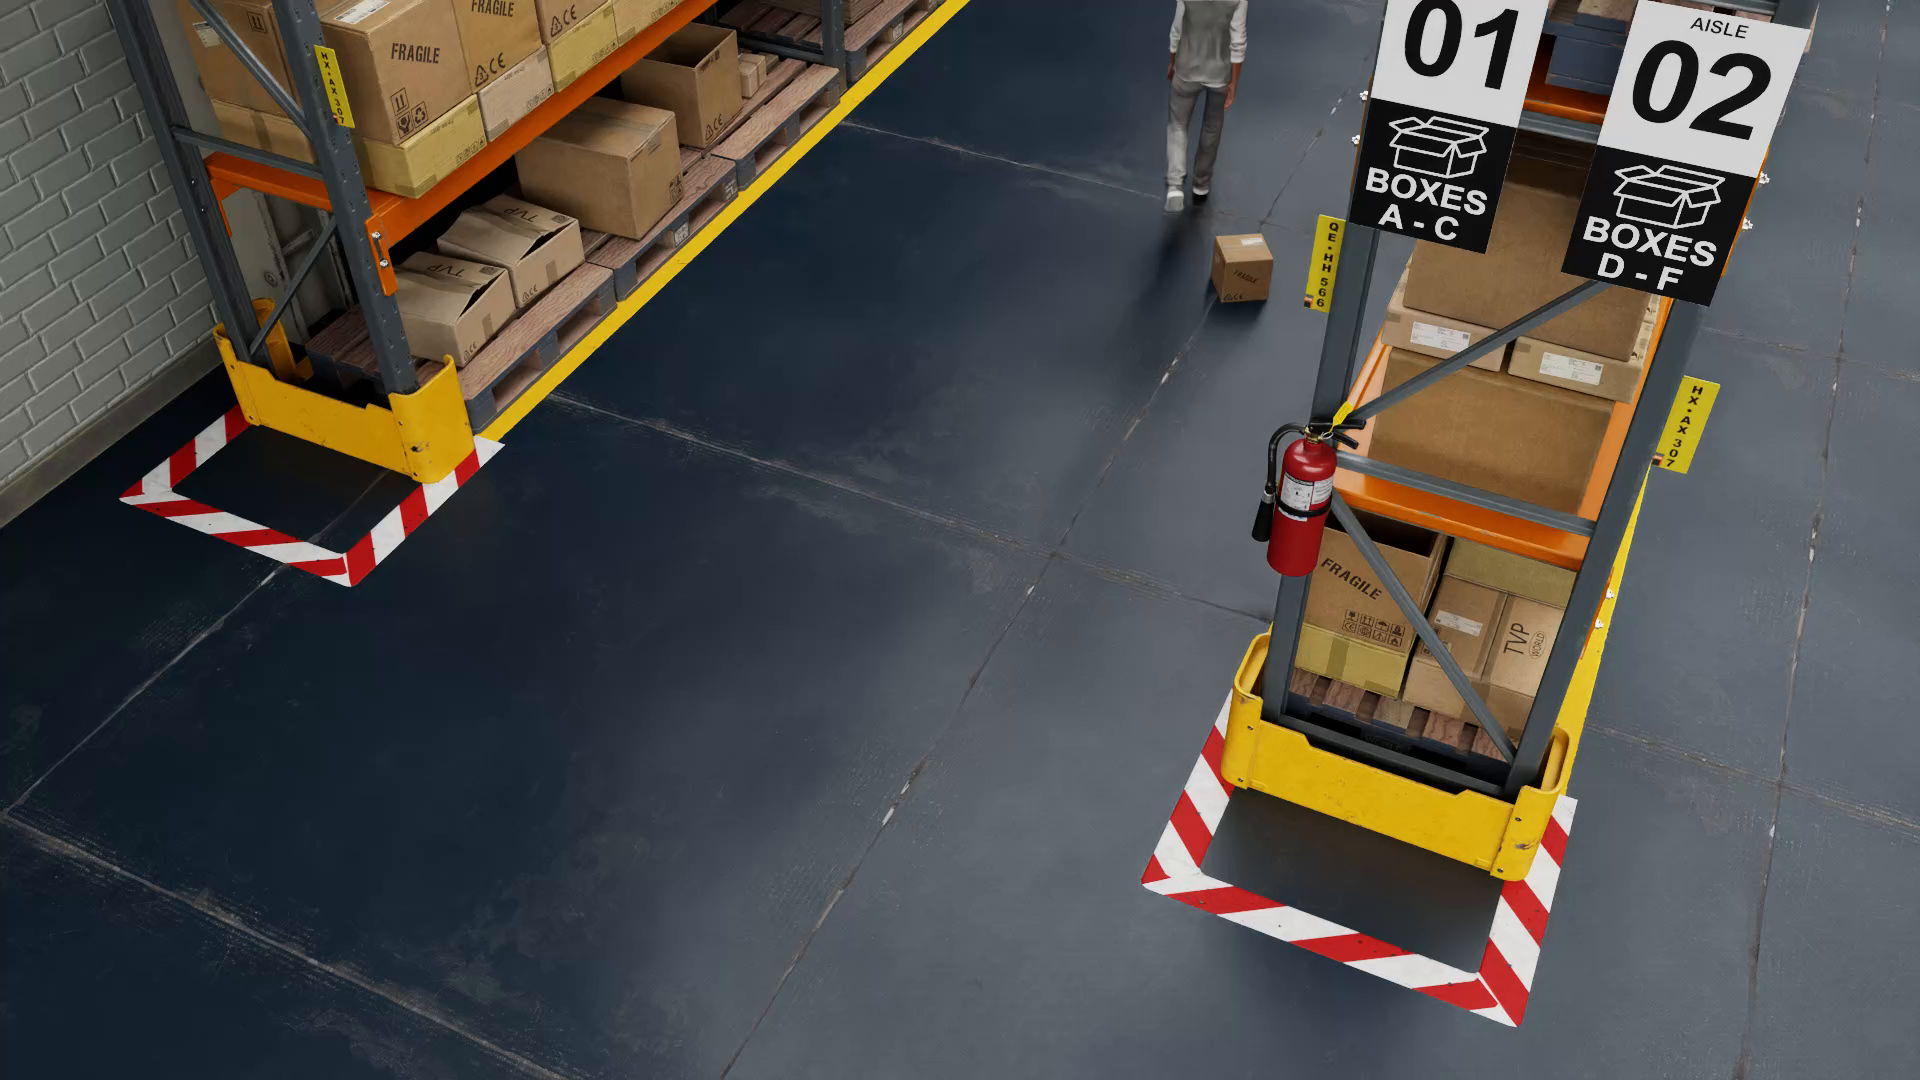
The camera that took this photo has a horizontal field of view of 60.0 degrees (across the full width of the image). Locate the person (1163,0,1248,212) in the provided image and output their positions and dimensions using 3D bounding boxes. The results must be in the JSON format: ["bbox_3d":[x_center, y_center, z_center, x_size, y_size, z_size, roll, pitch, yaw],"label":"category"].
[{"bbox_3d":[1.296,-2.463,8.831,0.406,1.566,0.745,6,43,7],"label":"person"}]
